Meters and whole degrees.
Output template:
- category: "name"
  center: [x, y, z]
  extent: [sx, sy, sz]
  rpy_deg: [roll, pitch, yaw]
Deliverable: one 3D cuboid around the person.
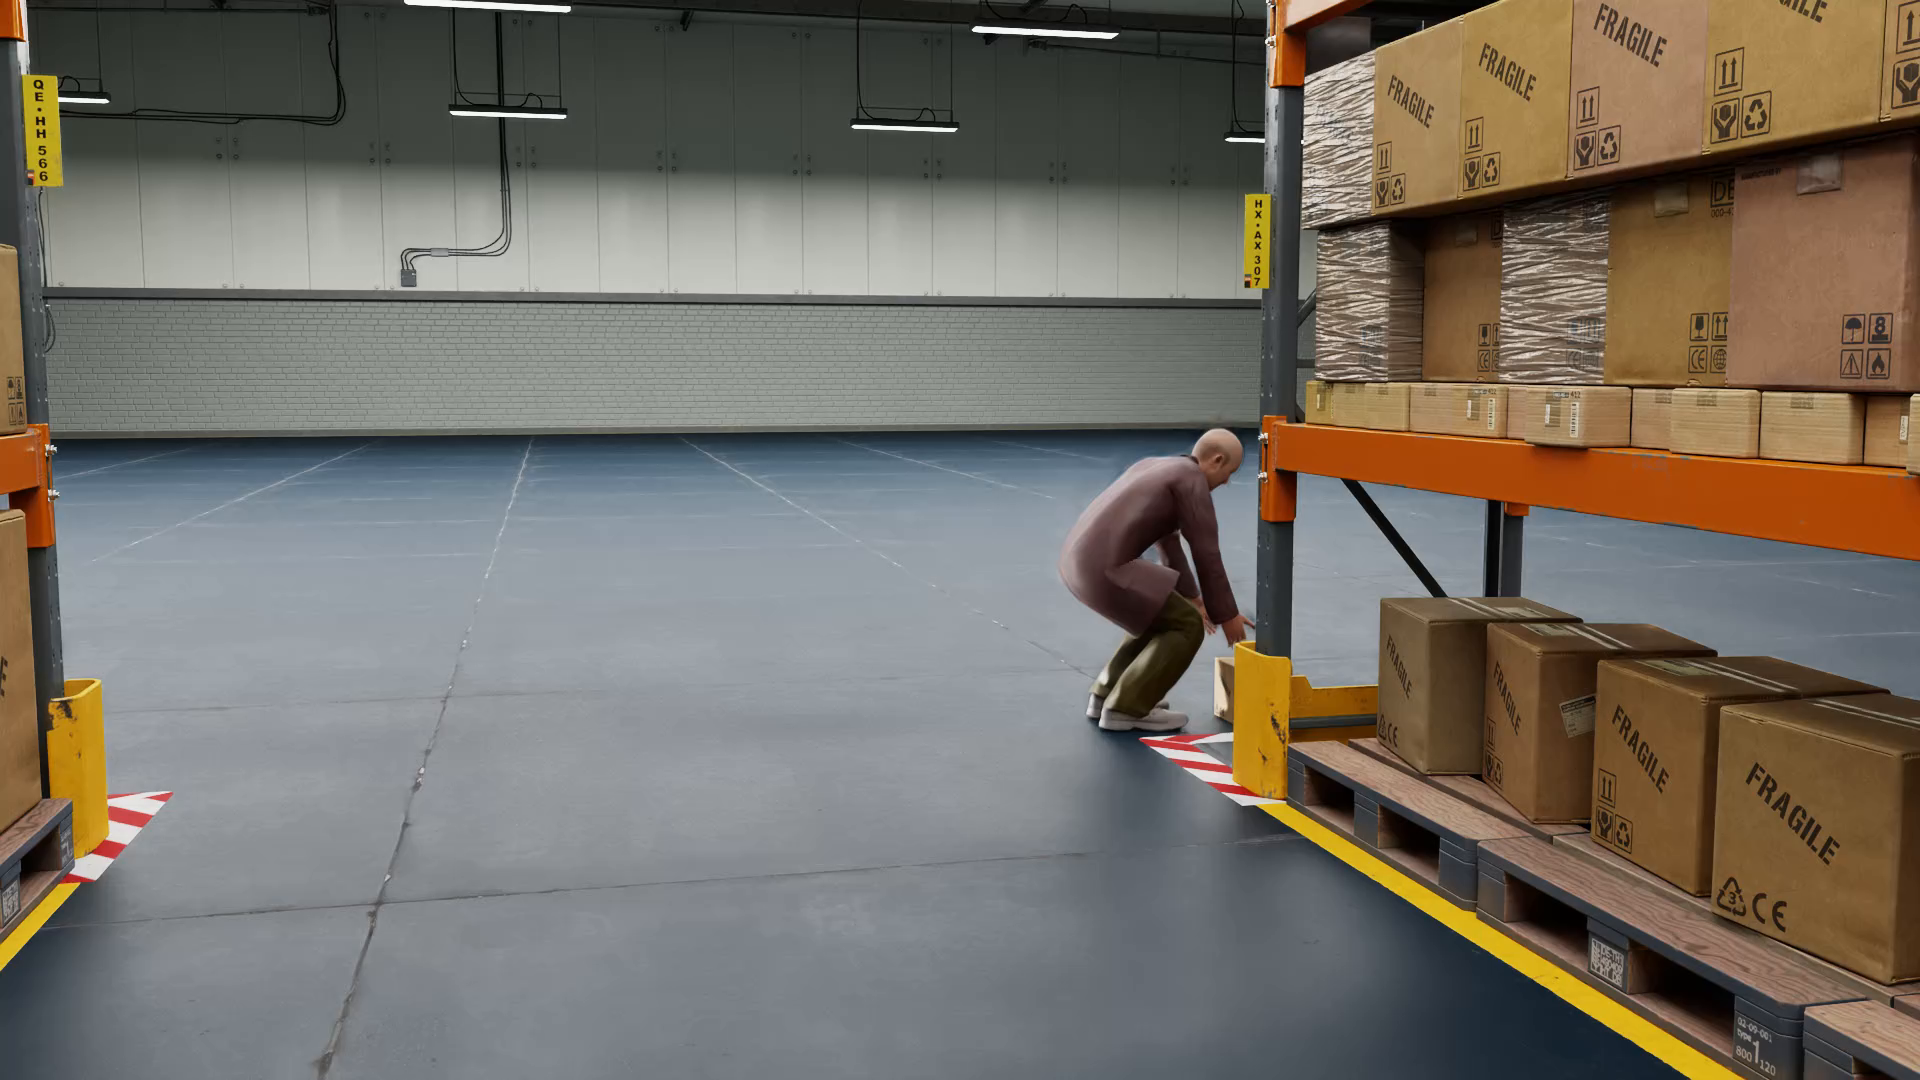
- category: "person"
  center: [0.902, 0.393, 7.009]
  extent: [0.943, 0.809, 0.577]
  rpy_deg: [-1, 6, -10]
